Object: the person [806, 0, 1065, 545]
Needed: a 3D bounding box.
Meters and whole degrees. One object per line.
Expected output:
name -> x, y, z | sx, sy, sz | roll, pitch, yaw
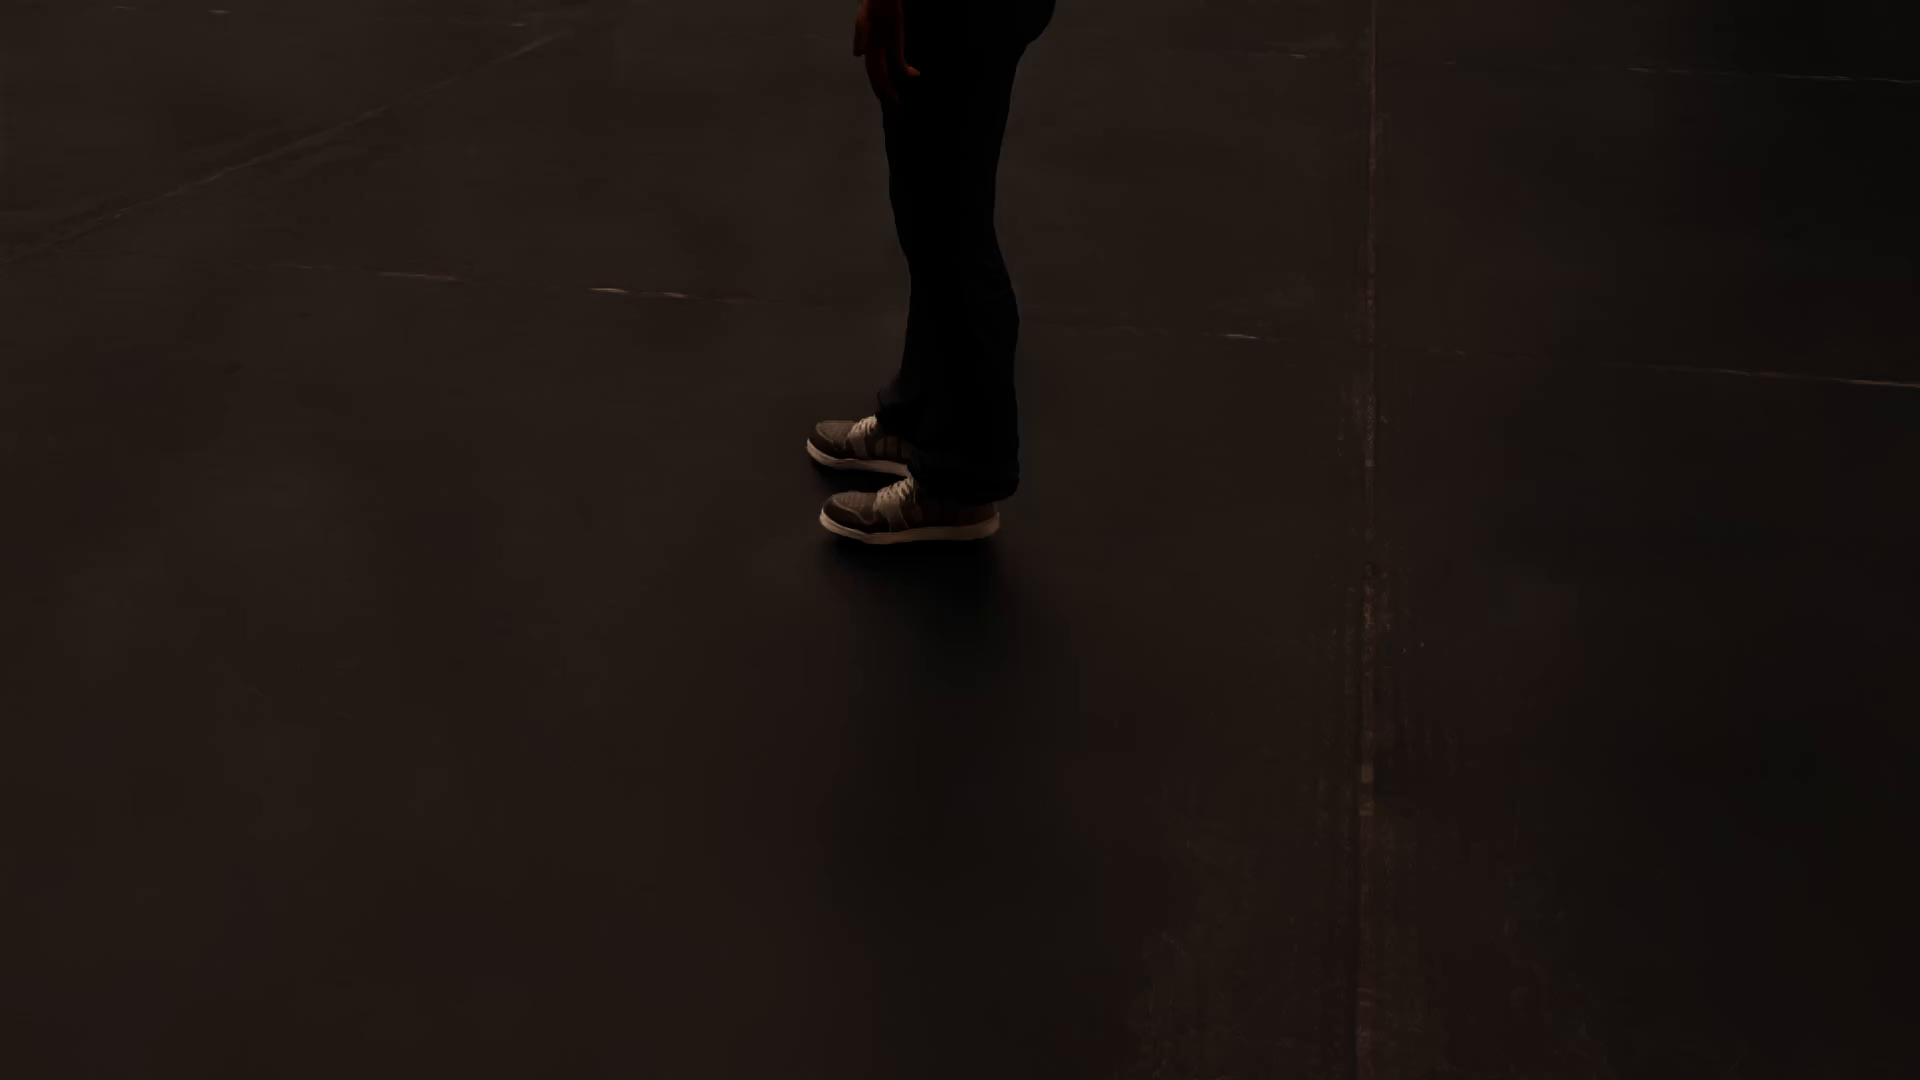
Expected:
person -> -0.069, -0.733, 2.164 | 0.474, 1.597, 0.520 | 6, 27, 11
